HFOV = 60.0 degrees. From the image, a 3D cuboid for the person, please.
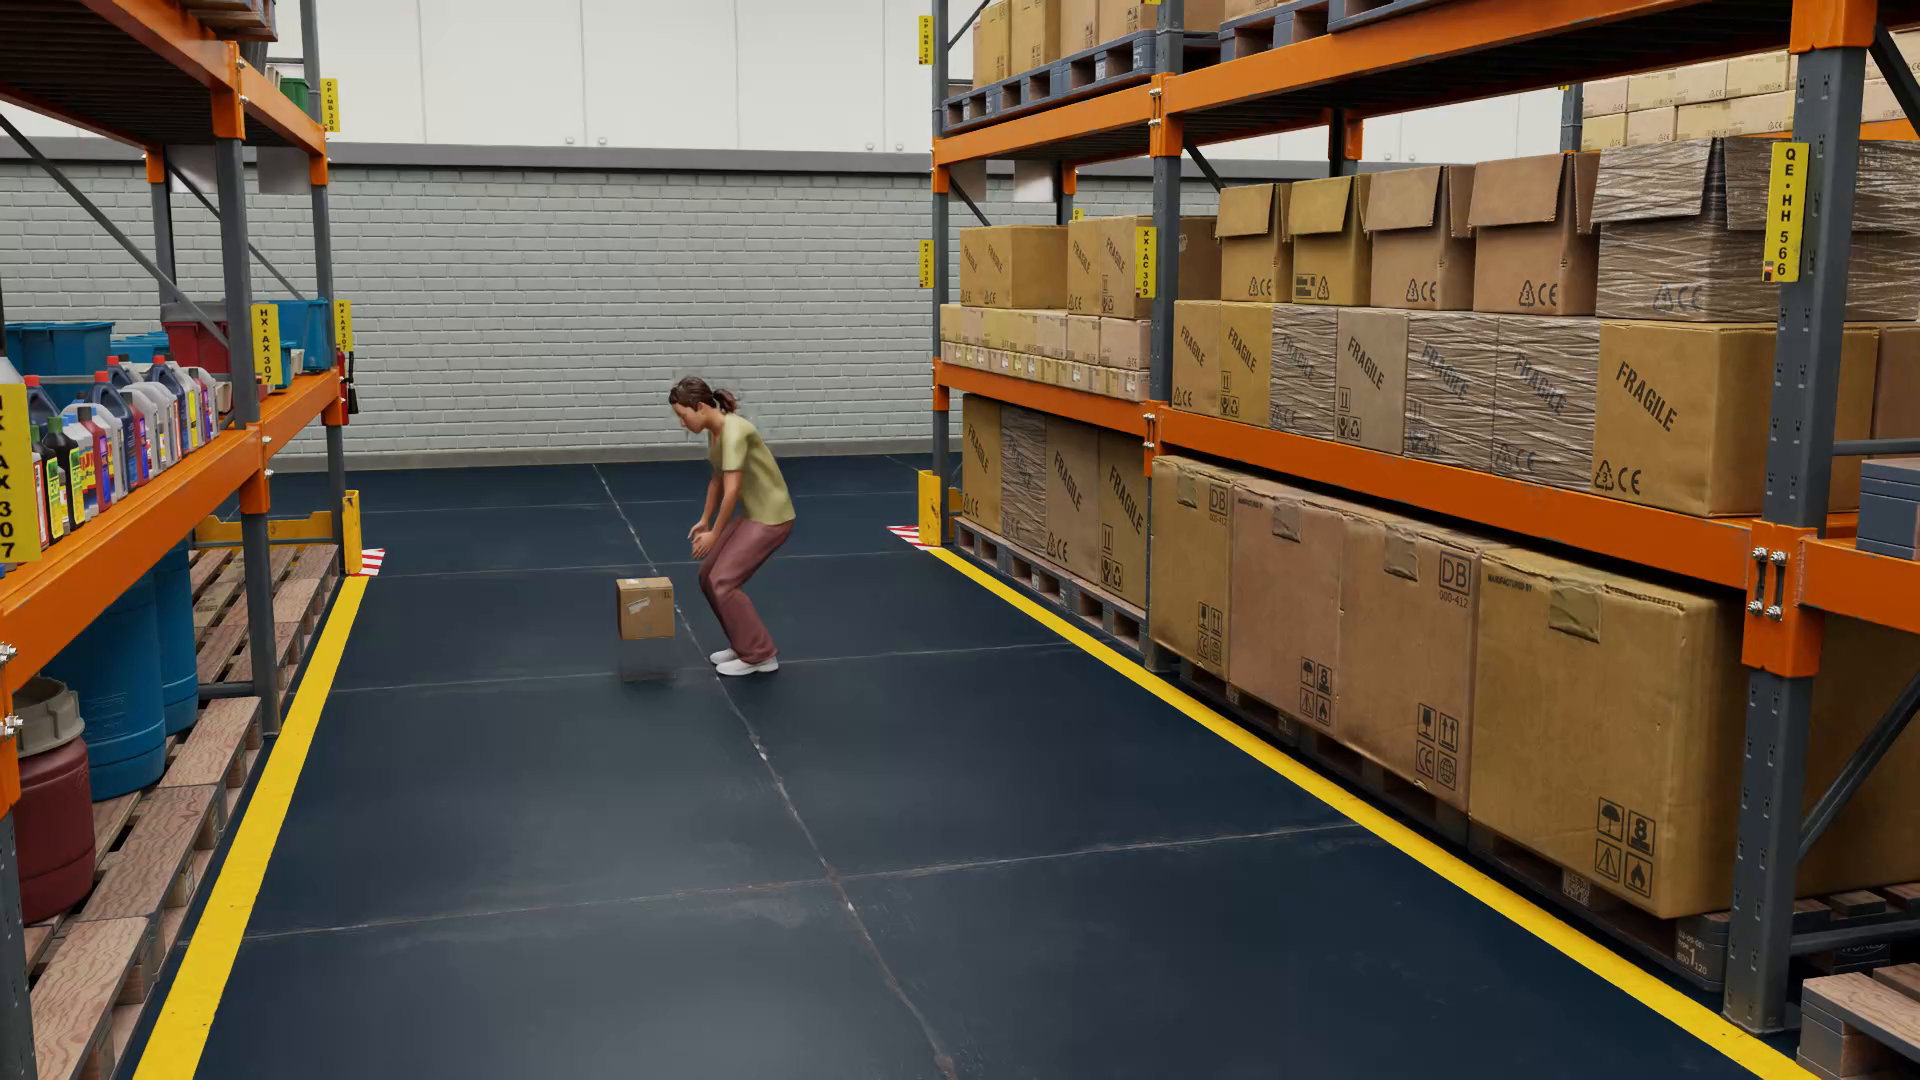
[{"bbox_3d":[-1.094,-0.072,8.057,0.595,1.444,0.507,-3,10,-16],"label":"person"}]
